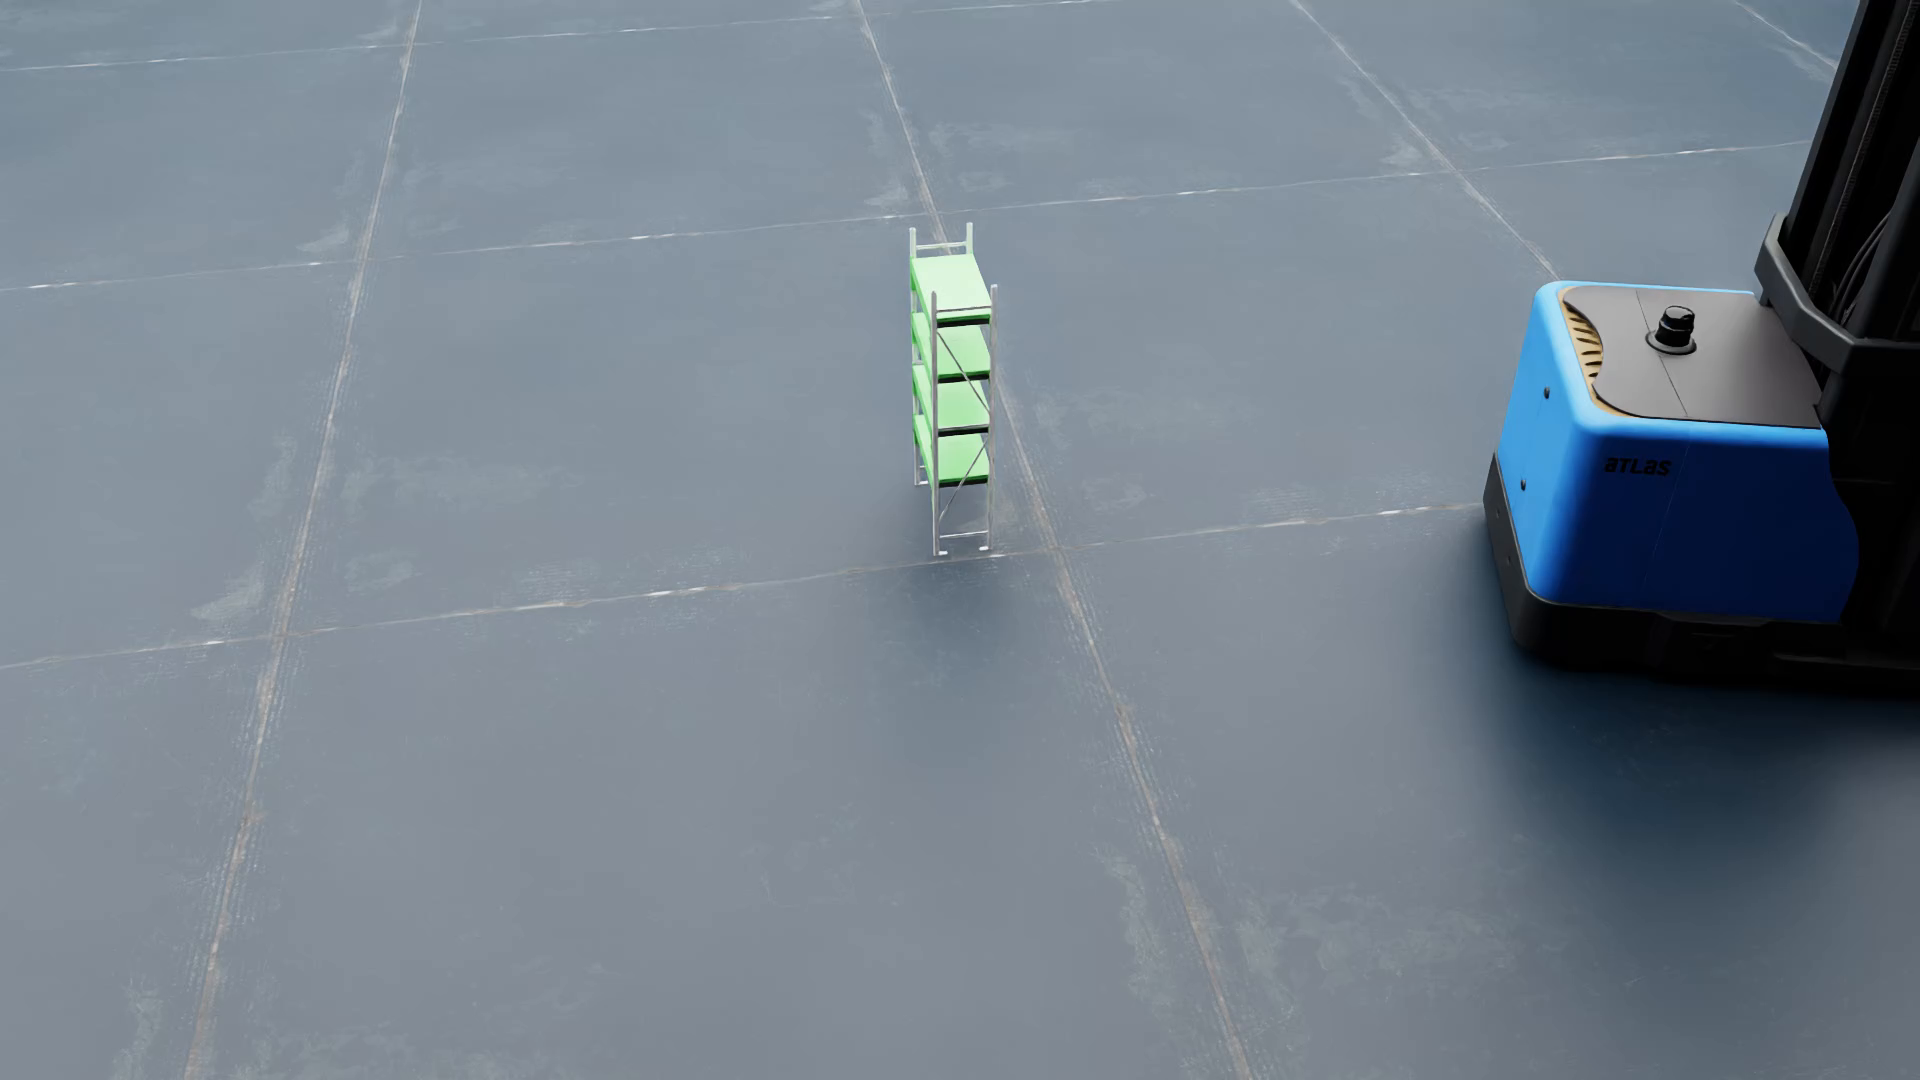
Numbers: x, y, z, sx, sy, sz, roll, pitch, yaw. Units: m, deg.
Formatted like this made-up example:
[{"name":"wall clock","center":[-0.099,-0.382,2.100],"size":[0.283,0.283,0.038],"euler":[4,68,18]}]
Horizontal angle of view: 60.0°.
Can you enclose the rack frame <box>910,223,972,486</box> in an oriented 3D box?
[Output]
[{"name":"rack frame","center":[-0.072,-0.721,6.700],"size":[0.240,1.200,0.015],"euler":[-6,38,-8]}]

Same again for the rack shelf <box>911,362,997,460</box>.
[{"name":"rack shelf","center":[-0.029,-0.523,6.550],"size":[0.258,0.148,0.480],"euler":[-6,38,-8]}]

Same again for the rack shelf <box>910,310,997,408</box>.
[{"name":"rack shelf","center":[-0.029,-0.713,6.403],"size":[0.258,0.148,0.480],"euler":[-6,38,-8]}]

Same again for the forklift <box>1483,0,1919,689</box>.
[{"name":"forklift","center":[3.606,-0.897,5.516],"size":[3.031,2.935,1.130],"euler":[4,38,5]}]

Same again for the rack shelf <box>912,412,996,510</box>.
[{"name":"rack shelf","center":[-0.029,-0.334,6.697],"size":[0.258,0.148,0.480],"euler":[-6,38,-8]}]

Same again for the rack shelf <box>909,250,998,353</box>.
[{"name":"rack shelf","center":[-0.029,-0.902,6.255],"size":[0.258,0.148,0.480],"euler":[-6,38,-8]}]

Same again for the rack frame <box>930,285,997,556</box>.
[{"name":"rack frame","center":[0.014,-0.426,6.321],"size":[0.240,1.200,0.015],"euler":[-6,38,-8]}]

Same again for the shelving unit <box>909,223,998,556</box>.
[{"name":"shelving unit","center":[-0.029,-0.574,6.511],"size":[0.258,1.200,0.503],"euler":[-6,38,-8]}]
